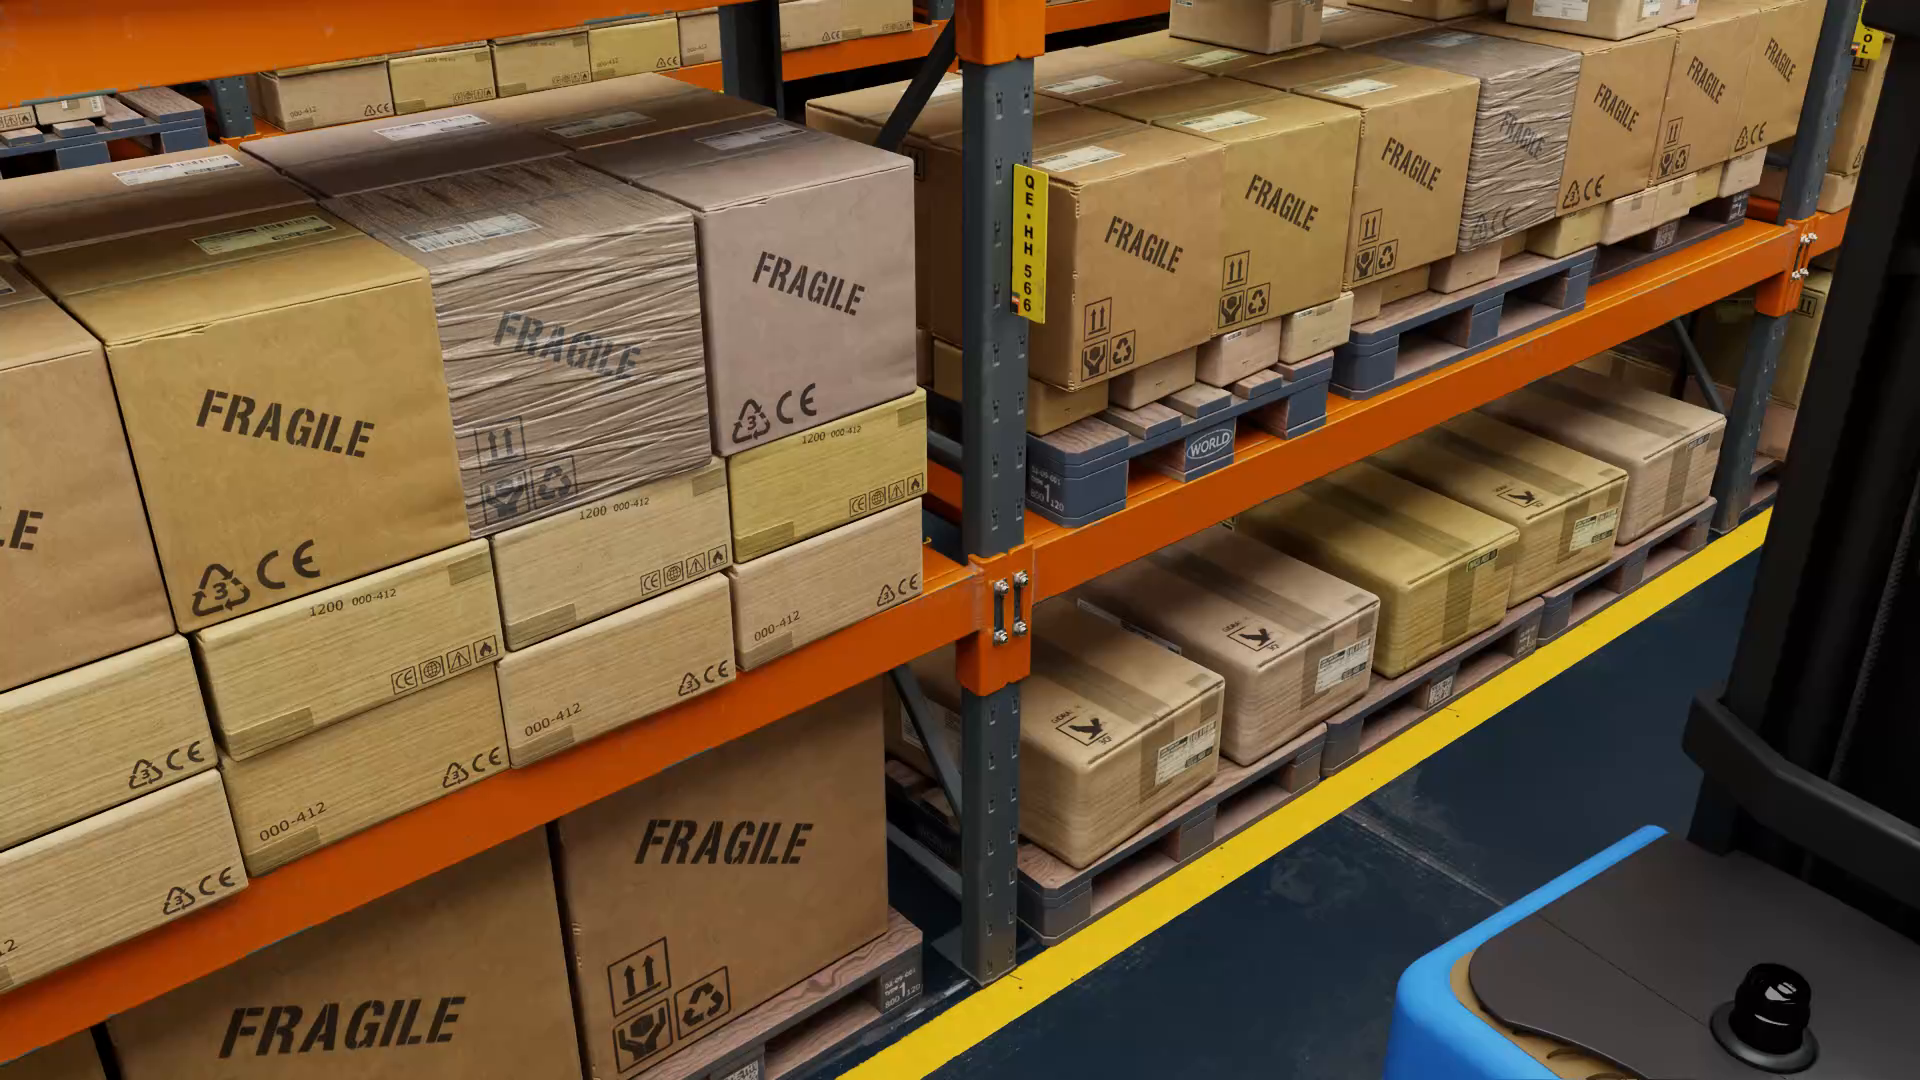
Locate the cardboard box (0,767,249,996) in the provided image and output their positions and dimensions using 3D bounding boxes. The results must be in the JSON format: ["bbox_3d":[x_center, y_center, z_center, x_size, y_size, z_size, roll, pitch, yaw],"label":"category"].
[{"bbox_3d":[-1.574,0.482,2.825,0.500,0.250,0.500,-23,35,-36],"label":"cardboard box"}]

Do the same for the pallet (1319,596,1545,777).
[{"bbox_3d":[1.307,0.312,5.943,1.213,0.211,1.003,-22,35,-35],"label":"pallet"}]

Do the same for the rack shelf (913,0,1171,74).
[{"bbox_3d":[1.124,-3.605,11.077,4.000,0.370,1.077,-22,35,-35],"label":"rack shelf"}]

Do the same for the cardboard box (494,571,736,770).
[{"bbox_3d":[-0.811,0.168,3.413,0.500,0.250,0.500,-21,35,-34],"label":"cardboard box"}]

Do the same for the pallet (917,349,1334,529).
[{"bbox_3d":[0.257,-0.480,4.669,1.003,0.211,1.213,-22,35,-35],"label":"pallet"}]

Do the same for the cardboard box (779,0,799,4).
[{"bbox_3d":[-0.992,-3.063,8.928,0.500,0.250,0.500,-23,36,-36],"label":"cardboard box"}]

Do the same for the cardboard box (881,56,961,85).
[{"bbox_3d":[-0.149,-2.944,10.487,0.500,0.250,0.500,-21,35,-34],"label":"cardboard box"}]

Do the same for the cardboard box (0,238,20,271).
[{"bbox_3d":[-1.911,-0.269,2.904,0.500,0.500,0.500,-21,35,-34],"label":"cardboard box"}]

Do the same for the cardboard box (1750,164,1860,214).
[{"bbox_3d":[3.274,-1.403,6.459,0.250,0.149,0.380,-22,35,-35],"label":"cardboard box"}]

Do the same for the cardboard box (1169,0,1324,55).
[{"bbox_3d":[0.845,-1.557,4.925,0.250,0.149,0.380,-24,36,-37],"label":"cardboard box"}]

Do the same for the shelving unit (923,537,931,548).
[{"bbox_3d":[0.058,-0.685,6.440,1.083,1.500,0.587,-22,35,-35],"label":"shelving unit"}]

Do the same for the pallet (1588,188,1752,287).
[{"bbox_3d":[2.151,-1.266,6.140,1.213,0.211,1.003,-22,35,-35],"label":"pallet"}]

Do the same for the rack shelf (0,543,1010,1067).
[{"bbox_3d":[-1.738,0.621,3.169,4.000,0.370,1.077,-22,35,-35],"label":"rack shelf"}]

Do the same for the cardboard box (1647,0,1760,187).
[{"bbox_3d":[2.248,-1.517,5.539,0.500,0.500,0.500,-22,35,-35],"label":"cardboard box"}]

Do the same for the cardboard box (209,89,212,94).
[{"bbox_3d":[-3.265,-2.250,7.937,0.500,0.250,0.500,-23,36,-36],"label":"cardboard box"}]

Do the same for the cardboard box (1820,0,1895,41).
[{"bbox_3d":[3.302,-2.205,6.211,0.500,0.500,0.700,-22,35,-35],"label":"cardboard box"}]

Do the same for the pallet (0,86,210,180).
[{"bbox_3d":[-3.911,-1.770,7.083,1.003,0.211,1.213,-22,35,-35],"label":"pallet"}]

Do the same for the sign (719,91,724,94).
[{"bbox_3d":[-0.576,-0.976,4.249,0.005,0.325,0.100,-22,35,-35],"label":"sign"}]

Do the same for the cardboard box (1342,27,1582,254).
[{"bbox_3d":[1.453,-1.201,4.947,0.500,0.500,0.500,-23,36,-37],"label":"cardboard box"}]

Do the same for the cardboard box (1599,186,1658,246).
[{"bbox_3d":[2.038,-1.105,5.456,0.250,0.149,0.380,-22,35,-35],"label":"cardboard box"}]

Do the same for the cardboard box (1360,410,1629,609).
[{"bbox_3d":[1.884,-0.176,6.239,0.625,0.372,0.950,-19,34,-32],"label":"cardboard box"}]

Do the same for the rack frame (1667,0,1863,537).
[{"bbox_3d":[2.827,-1.532,6.434,0.127,3.000,1.000,-22,35,-35],"label":"rack frame"}]

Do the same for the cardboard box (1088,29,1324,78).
[{"bbox_3d":[0.718,-1.225,4.992,0.500,0.500,0.500,-25,37,-38],"label":"cardboard box"}]

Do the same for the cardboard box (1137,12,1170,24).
[{"bbox_3d":[1.391,-3.565,11.650,0.500,0.250,0.500,-22,35,-35],"label":"cardboard box"}]

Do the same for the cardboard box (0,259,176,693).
[{"bbox_3d":[-1.597,-0.080,2.550,0.500,0.500,0.500,-23,35,-36],"label":"cardboard box"}]

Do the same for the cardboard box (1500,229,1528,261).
[{"bbox_3d":[1.562,-0.999,5.259,0.250,0.149,0.380,-23,36,-37],"label":"cardboard box"}]

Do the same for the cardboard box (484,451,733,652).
[{"bbox_3d":[-0.808,-0.065,3.318,0.500,0.250,0.500,-23,36,-36],"label":"cardboard box"}]

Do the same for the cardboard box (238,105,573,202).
[{"bbox_3d":[-1.121,-0.575,3.477,0.500,0.500,0.500,-22,35,-35],"label":"cardboard box"}]

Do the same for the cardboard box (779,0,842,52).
[{"bbox_3d":[-0.990,-2.841,9.042,0.500,0.250,0.500,-22,35,-35],"label":"cardboard box"}]

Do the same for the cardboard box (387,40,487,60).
[{"bbox_3d":[-2.563,-2.442,7.766,0.500,0.250,0.500,-21,34,-33],"label":"cardboard box"}]

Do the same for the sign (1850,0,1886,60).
[{"bbox_3d":[3.190,-1.845,5.791,0.005,0.325,0.100,-22,35,-35],"label":"sign"}]

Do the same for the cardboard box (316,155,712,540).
[{"bbox_3d":[-0.825,-0.382,3.115,0.500,0.500,0.500,-21,35,-34],"label":"cardboard box"}]

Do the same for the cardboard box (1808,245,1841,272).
[{"bbox_3d":[3.585,-1.222,6.842,0.250,0.149,0.380,-21,35,-34],"label":"cardboard box"}]

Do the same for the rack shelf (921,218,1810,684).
[{"bbox_3d":[1.305,-0.603,5.459,4.000,0.370,1.077,-22,35,-35],"label":"rack shelf"}]

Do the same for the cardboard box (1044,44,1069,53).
[{"bbox_3d":[0.569,-2.912,10.428,0.500,0.250,0.500,-22,35,-35],"label":"cardboard box"}]

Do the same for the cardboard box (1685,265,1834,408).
[{"bbox_3d":[3.451,-0.919,6.963,0.500,0.500,0.500,-20,34,-33],"label":"cardboard box"}]

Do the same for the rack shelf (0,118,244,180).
[{"bbox_3d":[-4.962,-1.158,6.497,4.000,0.370,1.077,-22,35,-35],"label":"rack shelf"}]

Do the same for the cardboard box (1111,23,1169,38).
[{"bbox_3d":[1.345,-3.227,11.016,0.500,0.250,0.500,-23,36,-36],"label":"cardboard box"}]

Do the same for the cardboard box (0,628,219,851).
[{"bbox_3d":[-1.579,0.258,2.714,0.500,0.250,0.500,-23,36,-36],"label":"cardboard box"}]

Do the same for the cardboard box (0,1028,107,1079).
[{"bbox_3d":[-2.158,1.170,3.187,0.875,0.875,0.875,-21,34,-34],"label":"cardboard box"}]

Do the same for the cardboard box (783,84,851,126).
[{"bbox_3d":[-0.788,-2.285,9.917,0.625,0.625,0.875,-20,34,-33],"label":"cardboard box"}]

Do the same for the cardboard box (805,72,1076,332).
[{"bbox_3d":[-0.051,-0.908,4.399,0.500,0.500,0.500,-23,36,-36],"label":"cardboard box"}]

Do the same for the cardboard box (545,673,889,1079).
[{"bbox_3d":[-0.796,0.625,4.207,0.875,0.875,0.875,-22,35,-35],"label":"cardboard box"}]

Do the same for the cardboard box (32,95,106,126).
[{"bbox_3d":[-3.692,-1.823,6.800,0.250,0.149,0.380,-21,35,-34],"label":"cardboard box"}]

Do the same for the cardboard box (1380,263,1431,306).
[{"bbox_3d":[1.171,-0.836,4.953,0.250,0.149,0.380,-20,34,-33],"label":"cardboard box"}]

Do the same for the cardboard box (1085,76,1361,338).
[{"bbox_3d":[0.668,-0.886,4.357,0.500,0.500,0.500,-20,34,-32],"label":"cardboard box"}]

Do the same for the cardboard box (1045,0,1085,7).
[{"bbox_3d":[0.495,-3.562,10.127,0.500,0.500,0.500,-21,35,-34],"label":"cardboard box"}]

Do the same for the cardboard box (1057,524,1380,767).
[{"bbox_3d":[0.776,0.267,5.409,0.625,0.372,0.950,-23,36,-36],"label":"cardboard box"}]

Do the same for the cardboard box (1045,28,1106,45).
[{"bbox_3d":[0.620,-3.254,11.068,0.500,0.250,0.500,-22,35,-35],"label":"cardboard box"}]

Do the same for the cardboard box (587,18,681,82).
[{"bbox_3d":[-1.776,-2.539,8.478,0.500,0.250,0.500,-21,34,-33],"label":"cardboard box"}]

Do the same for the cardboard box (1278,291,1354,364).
[{"bbox_3d":[0.849,-0.634,4.575,0.250,0.149,0.380,-22,35,-35],"label":"cardboard box"}]

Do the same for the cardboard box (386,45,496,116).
[{"bbox_3d":[-2.559,-2.221,7.883,0.500,0.250,0.500,-23,36,-36],"label":"cardboard box"}]

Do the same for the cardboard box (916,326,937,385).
[{"bbox_3d":[-0.120,-0.567,4.450,0.250,0.149,0.380,-20,34,-33],"label":"cardboard box"}]

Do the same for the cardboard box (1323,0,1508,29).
[{"bbox_3d":[1.518,-1.552,5.605,0.500,0.500,0.500,-22,35,-35],"label":"cardboard box"}]

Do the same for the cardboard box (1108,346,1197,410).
[{"bbox_3d":[0.388,-0.490,4.305,0.250,0.149,0.380,-24,37,-38],"label":"cardboard box"}]

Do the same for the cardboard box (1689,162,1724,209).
[{"bbox_3d":[2.402,-1.276,5.776,0.250,0.149,0.380,-23,36,-36],"label":"cardboard box"}]

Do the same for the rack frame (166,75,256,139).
[{"bbox_3d":[-3.441,-2.087,7.473,0.127,3.000,1.000,-22,35,-35],"label":"rack frame"}]

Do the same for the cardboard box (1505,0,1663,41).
[{"bbox_3d":[1.913,-1.649,5.097,0.250,0.149,0.380,-24,36,-37],"label":"cardboard box"}]

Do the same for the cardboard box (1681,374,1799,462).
[{"bbox_3d":[3.451,-0.588,7.140,0.500,0.250,0.500,-24,36,-37],"label":"cardboard box"}]

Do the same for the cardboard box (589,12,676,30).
[{"bbox_3d":[-1.781,-2.761,8.363,0.500,0.250,0.500,-21,35,-34],"label":"cardboard box"}]
